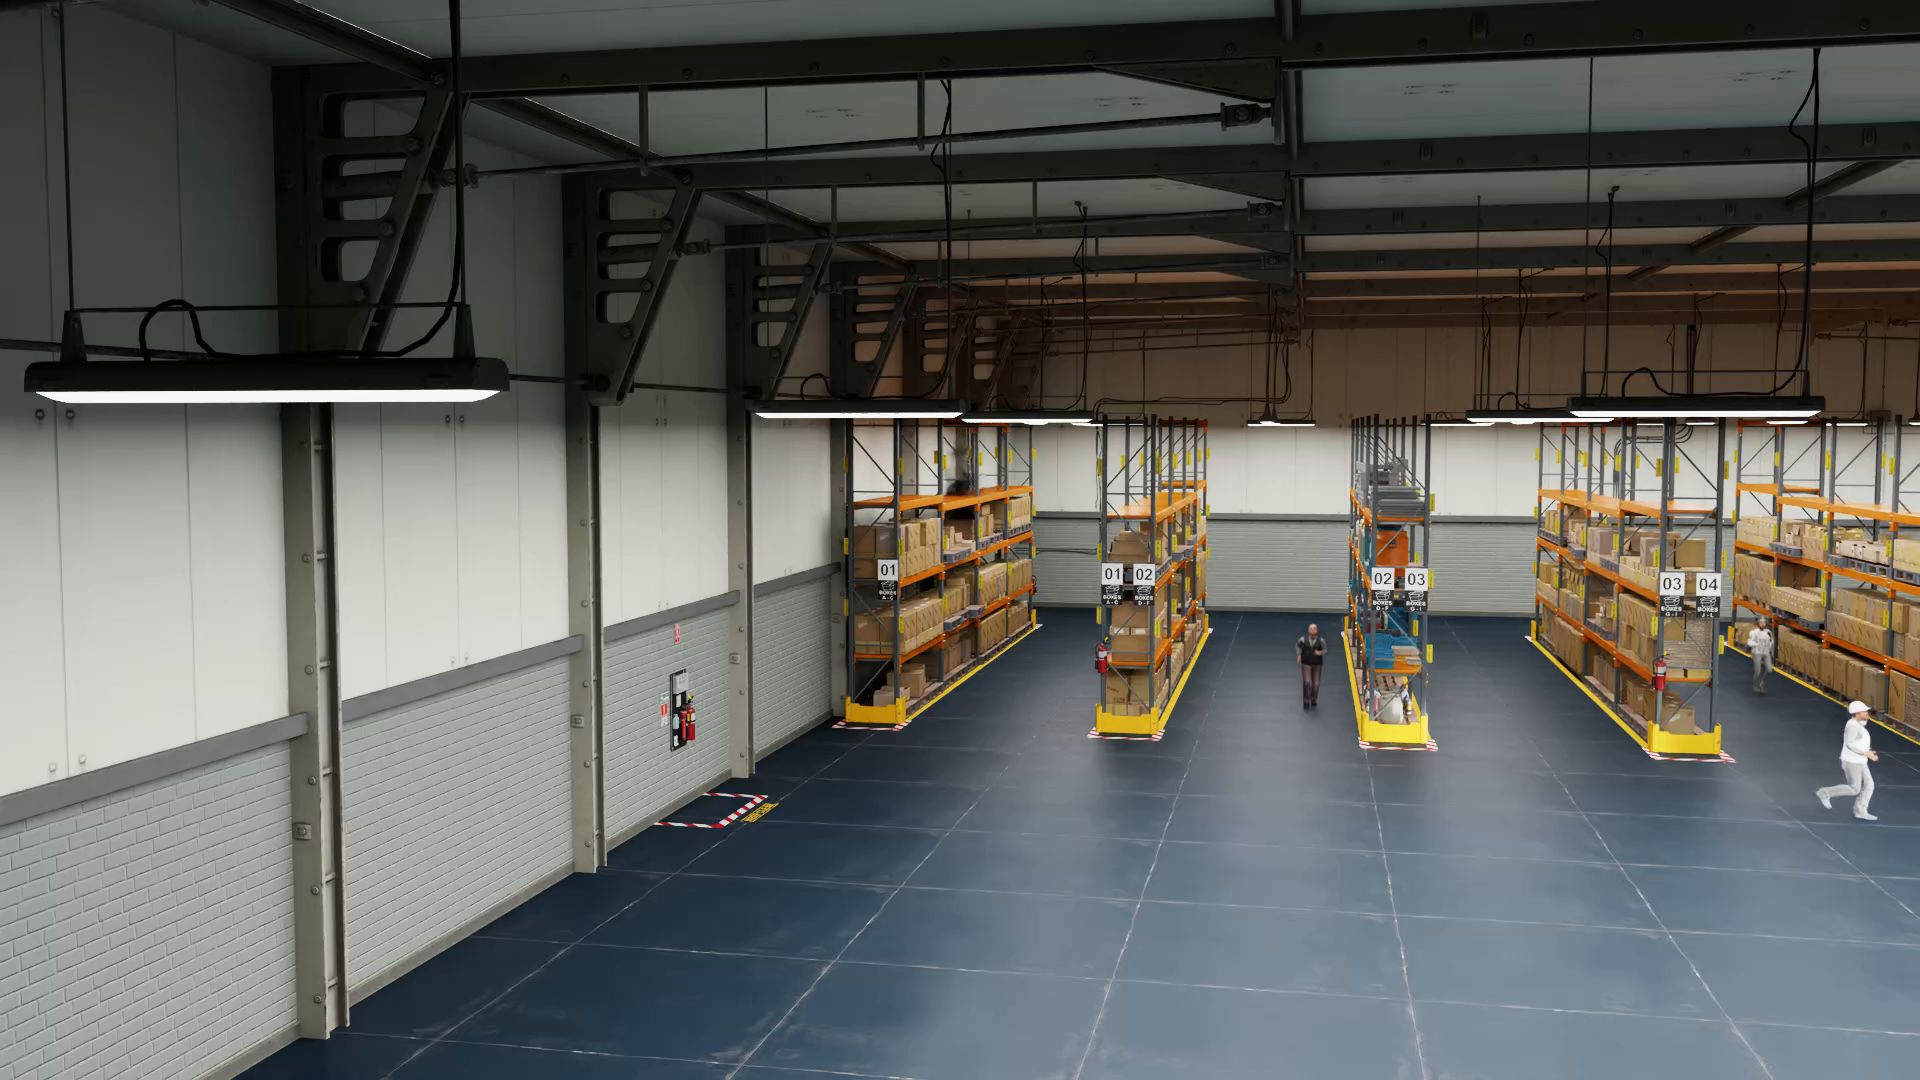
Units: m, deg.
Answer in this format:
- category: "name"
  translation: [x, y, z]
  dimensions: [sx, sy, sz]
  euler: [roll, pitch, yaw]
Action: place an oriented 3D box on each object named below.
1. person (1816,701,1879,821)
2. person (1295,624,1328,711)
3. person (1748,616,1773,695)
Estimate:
- category: "person"
  translation: [13.080, 3.227, 24.458]
  dimensions: [0.813, 1.743, 0.652]
  euler: [3, 5, 35]
- category: "person"
  translation: [7.188, 2.605, 33.983]
  dimensions: [0.624, 1.780, 0.752]
  euler: [0, 4, 6]
- category: "person"
  translation: [17.321, 2.498, 35.888]
  dimensions: [0.595, 1.699, 0.629]
  euler: [0, 4, 6]
